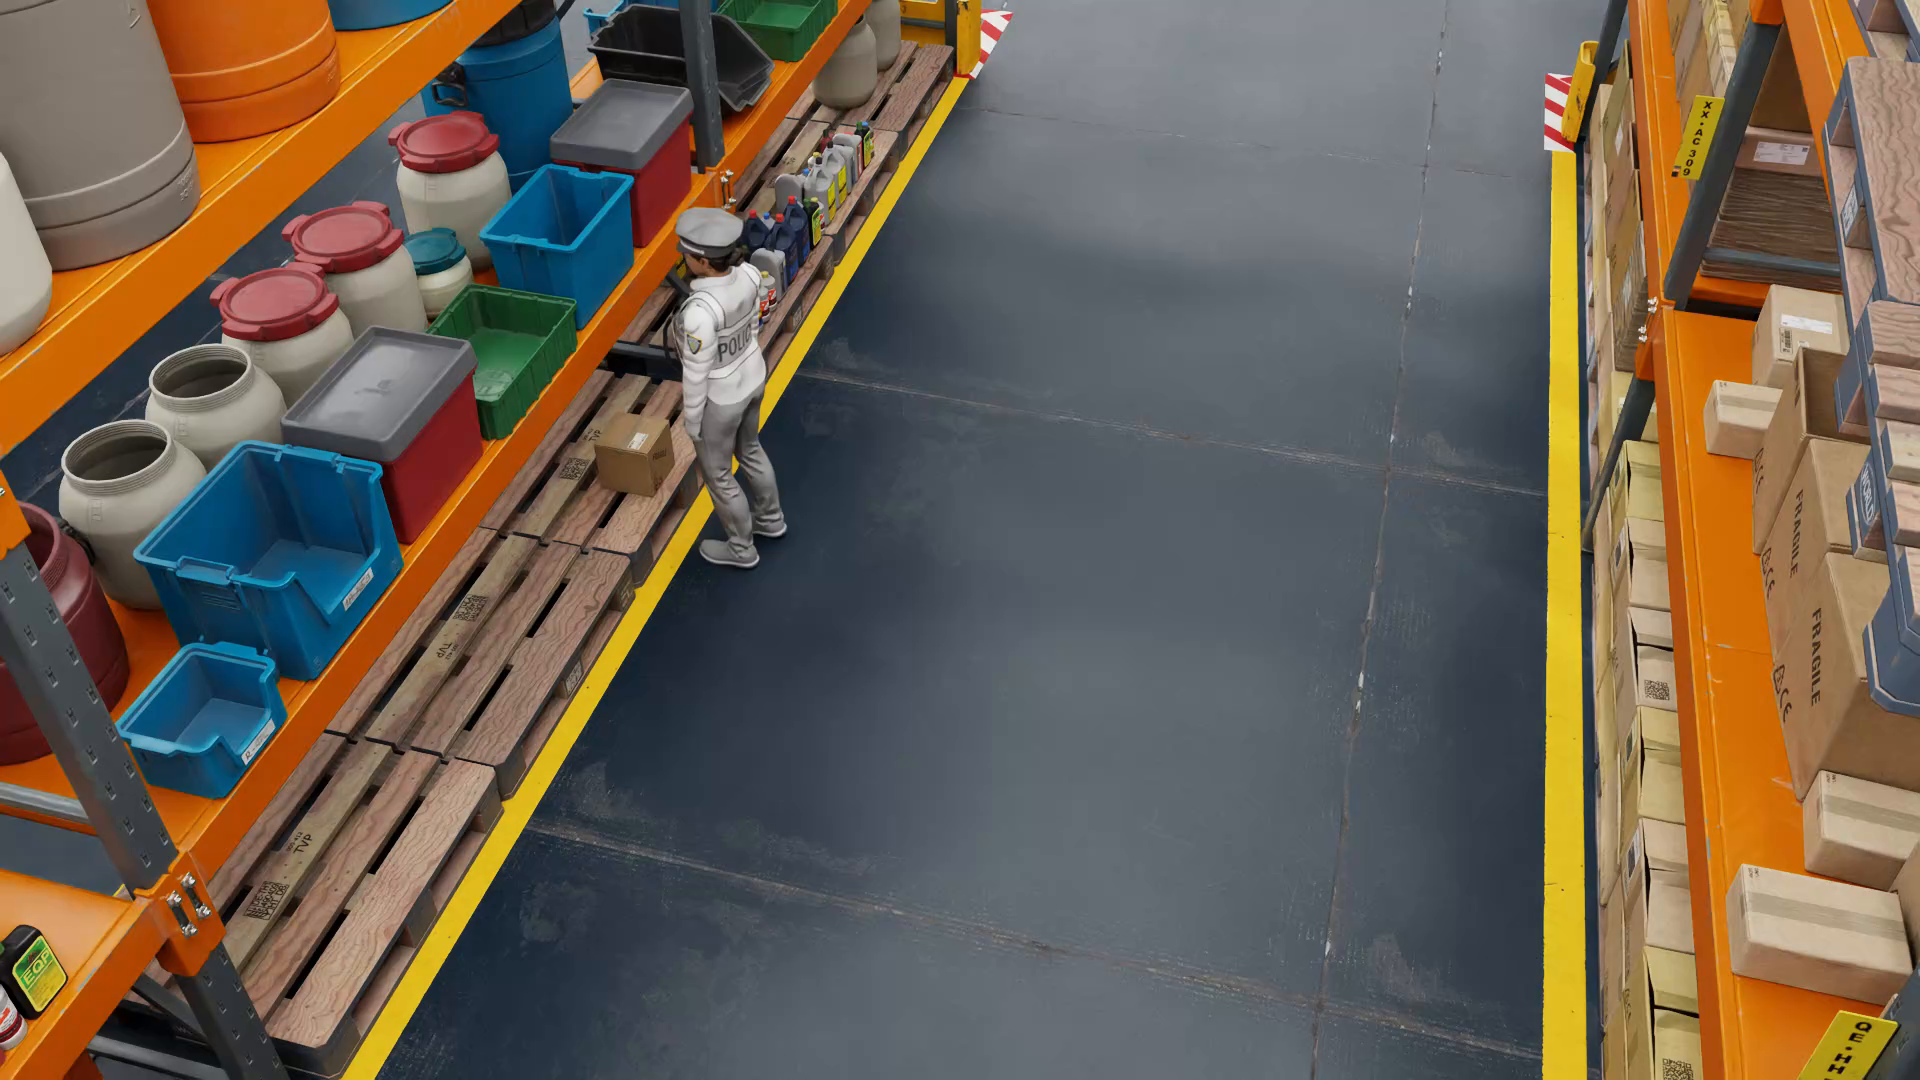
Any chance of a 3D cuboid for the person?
[{"bbox_3d":[-0.982,-0.595,6.844,0.328,1.674,0.467,17,44,19],"label":"person"}]
